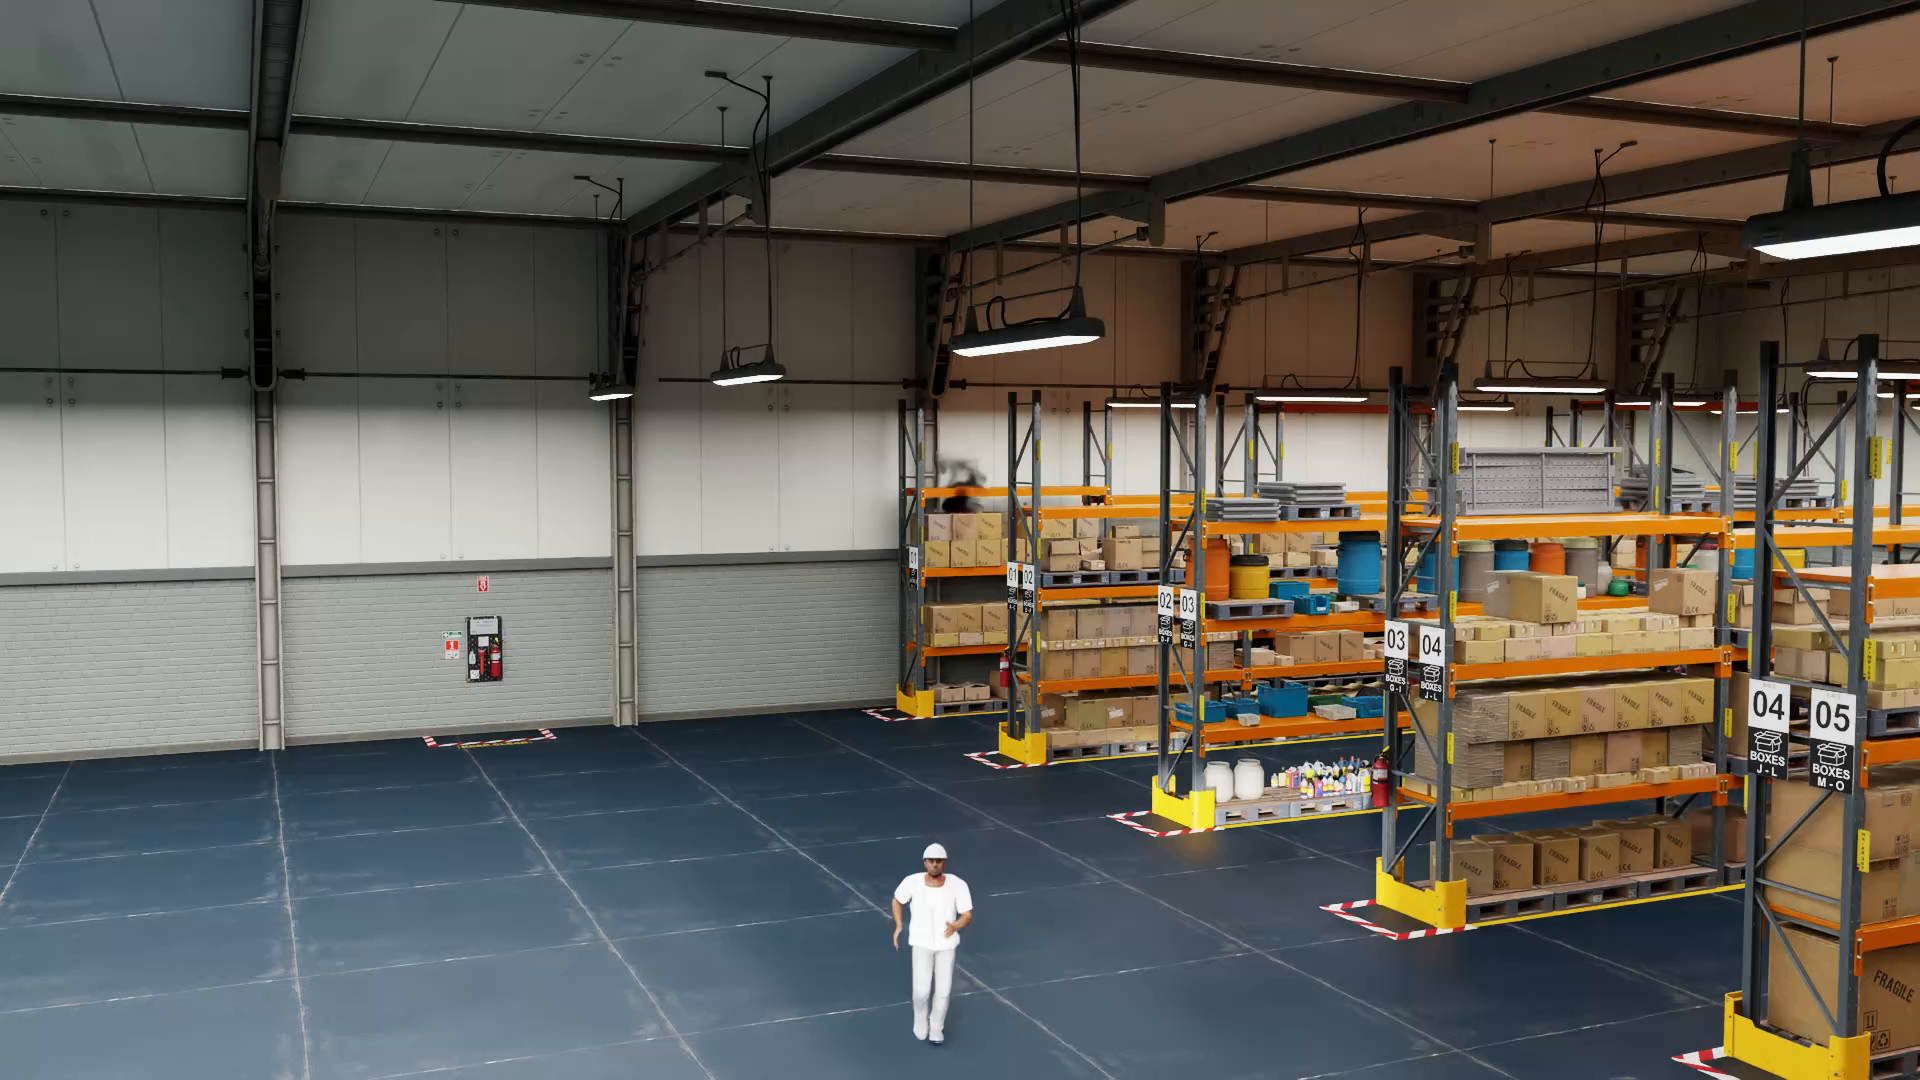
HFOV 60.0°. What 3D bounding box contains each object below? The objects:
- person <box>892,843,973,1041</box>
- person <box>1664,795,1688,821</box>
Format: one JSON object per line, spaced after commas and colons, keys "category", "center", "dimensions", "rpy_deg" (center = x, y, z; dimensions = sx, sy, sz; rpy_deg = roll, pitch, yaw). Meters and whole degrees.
{"category": "person", "center": [-0.231, 3.453, 14.172], "dimensions": [0.686, 1.723, 0.632], "rpy_deg": [0, 3, -3]}
{"category": "person", "center": [9.276, 3.016, 21.646], "dimensions": [0.862, 1.768, 0.685], "rpy_deg": [-2, 4, -34]}
